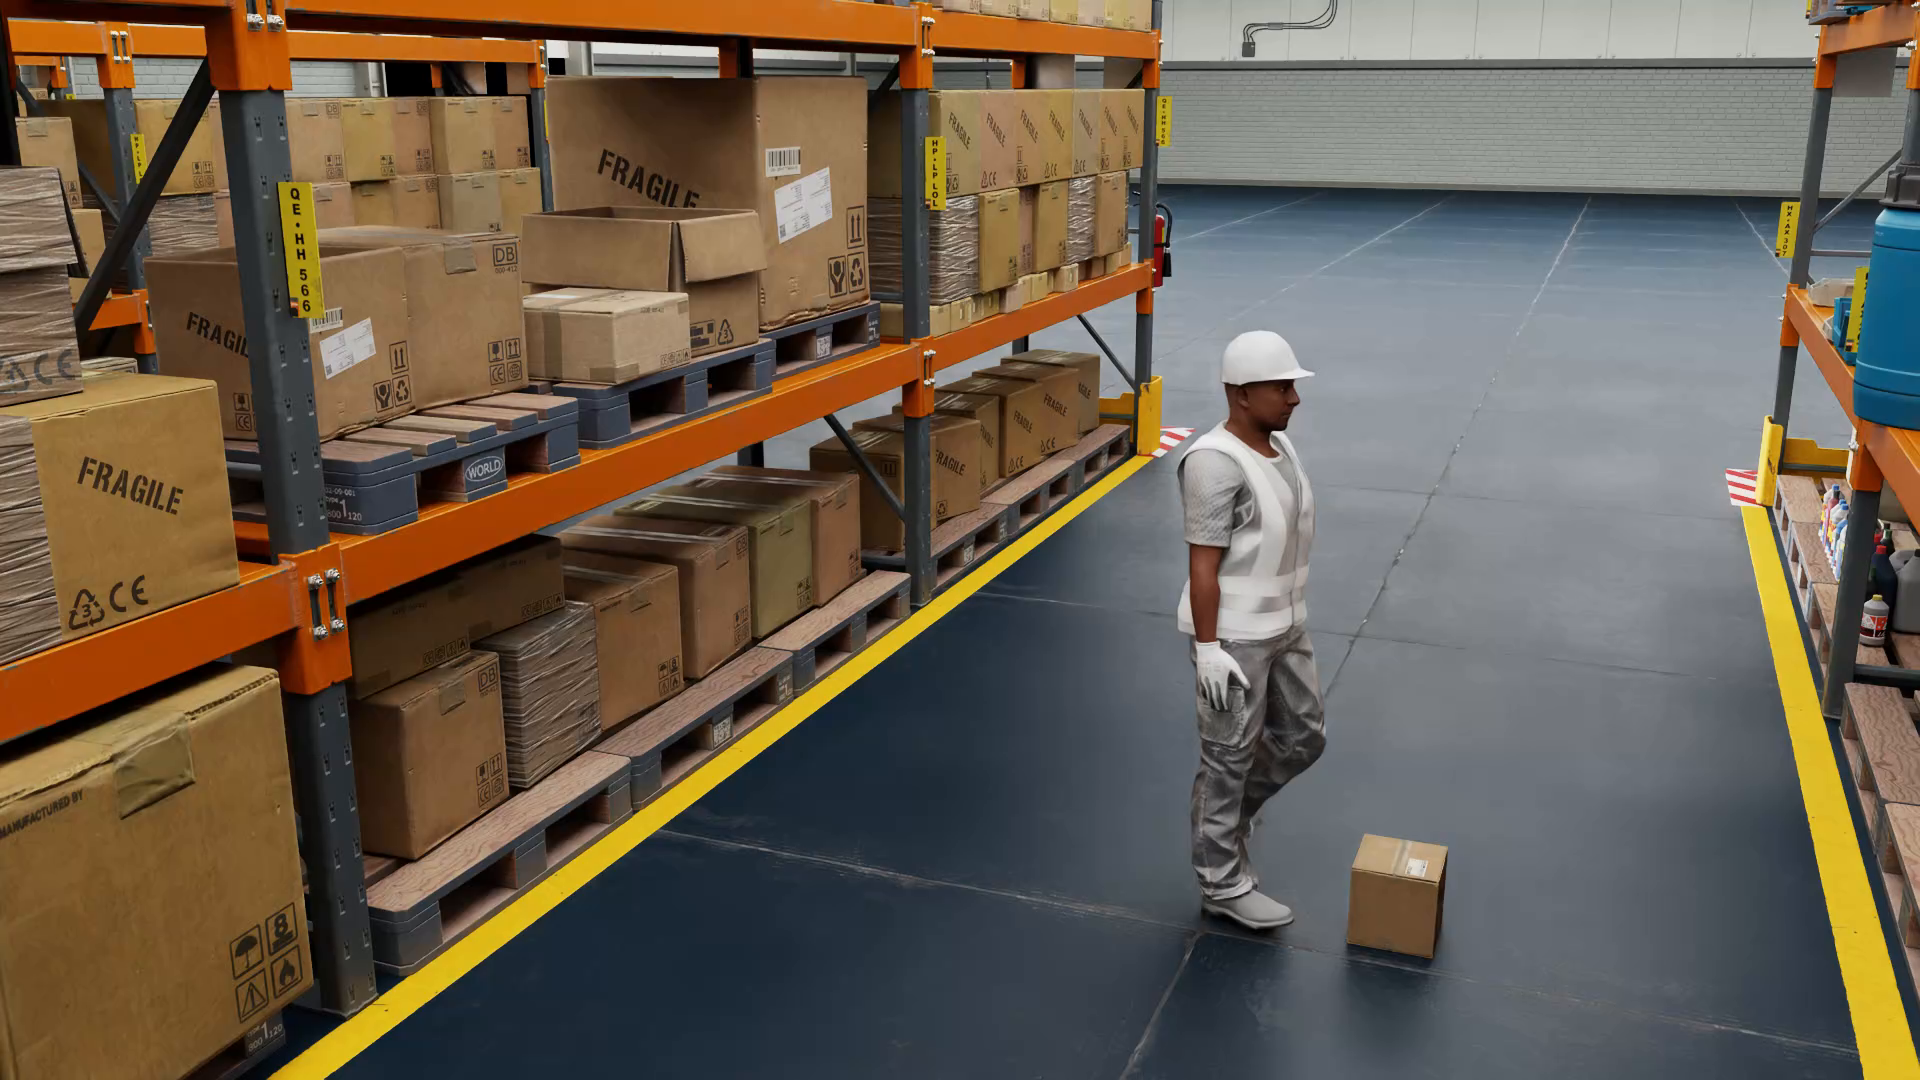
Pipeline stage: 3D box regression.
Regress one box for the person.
[{"bbox_3d":[0.853,0.275,4.945,0.460,1.790,0.578,10,18,34],"label":"person"}]
